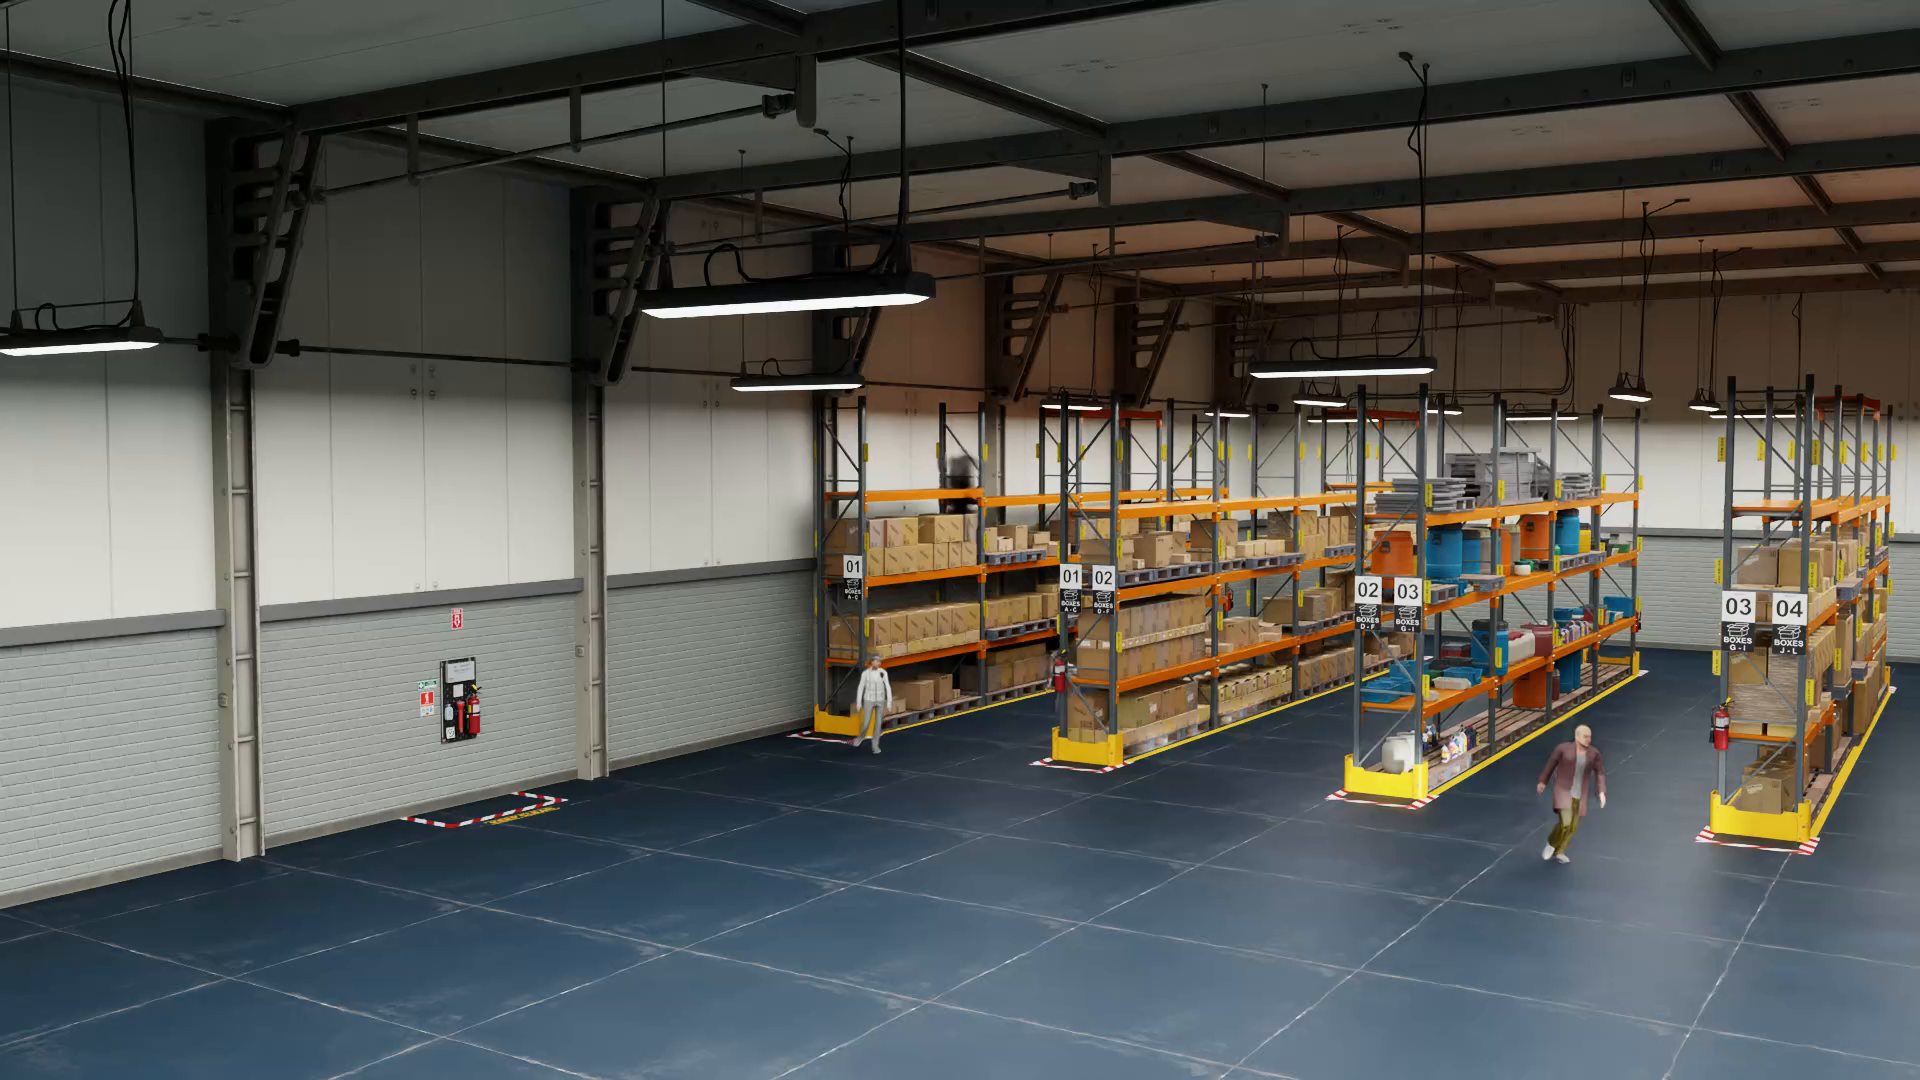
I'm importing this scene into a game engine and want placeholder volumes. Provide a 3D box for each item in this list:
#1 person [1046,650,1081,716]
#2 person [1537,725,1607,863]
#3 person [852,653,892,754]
[{"bbox_3d":[1.901,2.697,29.631,0.637,1.512,0.790,3,4,43],"label":"person"},{"bbox_3d":[7.421,3.169,20.122,0.684,1.540,0.730,0,3,-6],"label":"person"},{"bbox_3d":[-1.472,2.705,27.753,0.616,1.679,0.536,-1,3,-15],"label":"person"}]
